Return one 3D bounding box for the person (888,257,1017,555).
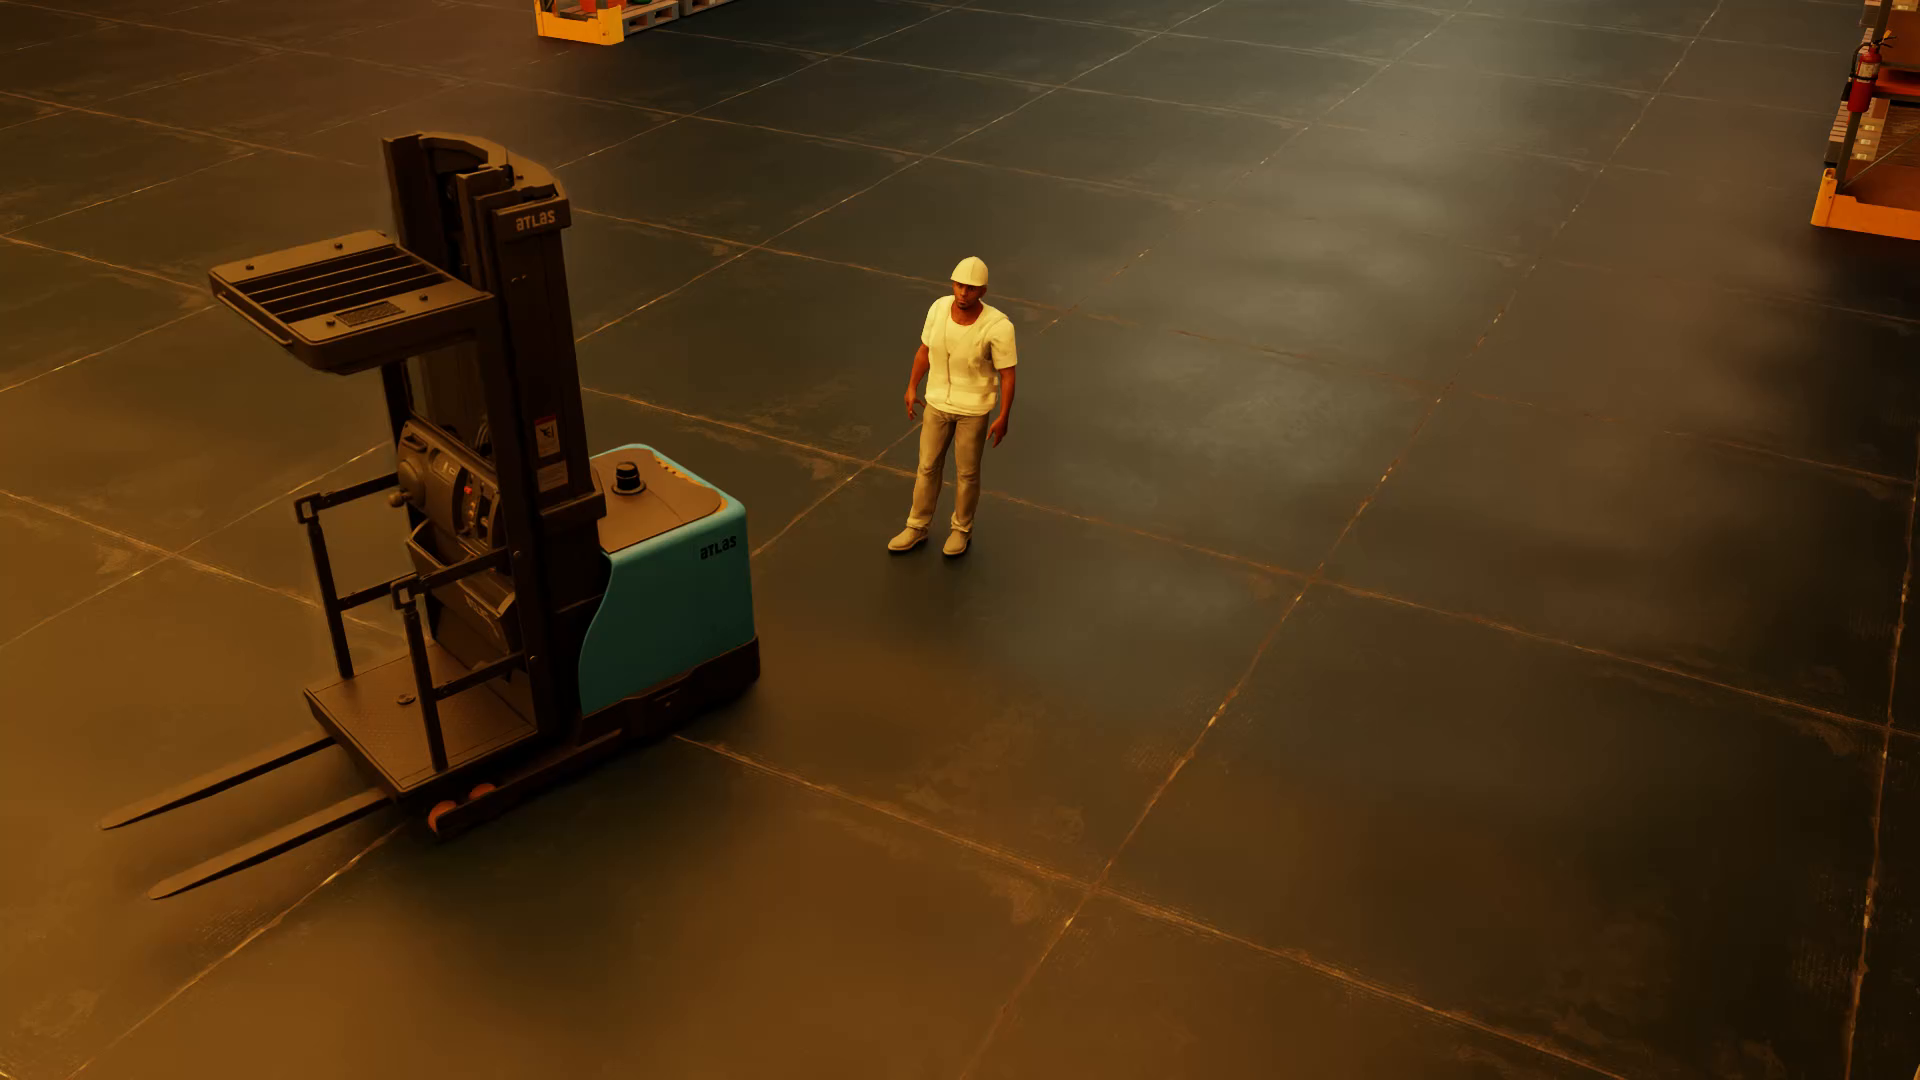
[{"bbox_3d":[-0.038,-0.741,9.507,0.666,1.768,0.575,15,33,25],"label":"person"}]

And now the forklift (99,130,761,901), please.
[{"bbox_3d":[-2.473,-0.200,7.417,3.031,2.935,1.130,-24,38,-35],"label":"forklift"}]
